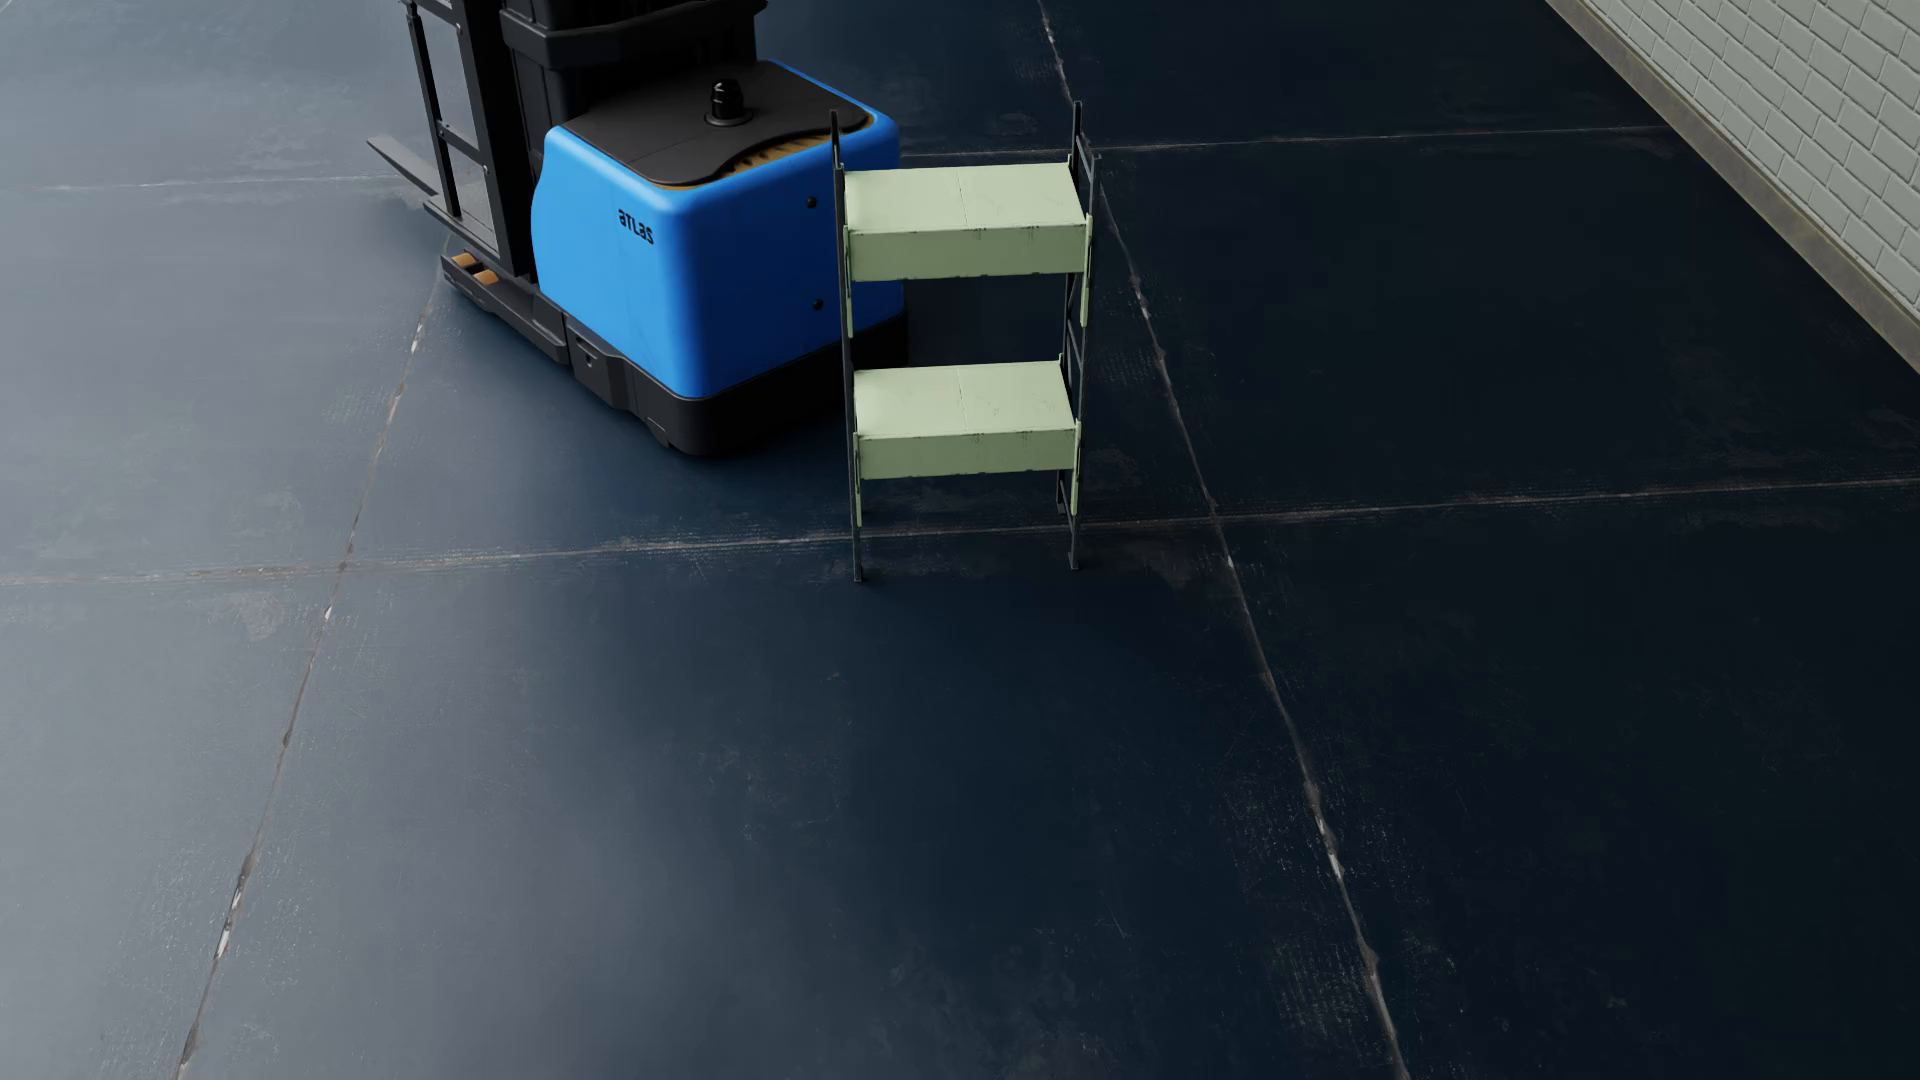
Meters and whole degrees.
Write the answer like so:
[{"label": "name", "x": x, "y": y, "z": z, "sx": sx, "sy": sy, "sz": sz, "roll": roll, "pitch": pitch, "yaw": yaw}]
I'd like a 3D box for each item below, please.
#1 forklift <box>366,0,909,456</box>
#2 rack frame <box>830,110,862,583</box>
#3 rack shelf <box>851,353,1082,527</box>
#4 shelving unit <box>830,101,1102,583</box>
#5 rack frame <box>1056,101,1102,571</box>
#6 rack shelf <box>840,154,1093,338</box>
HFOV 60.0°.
[{"label": "forklift", "x": -1.543, "y": -2.294, "z": 6.291, "sx": 1.130, "sy": 2.935, "sz": 3.031, "roll": -28, "pitch": 46, "yaw": -31}, {"label": "rack frame", "x": -0.358, "y": -0.569, "z": 5.260, "sx": 0.023, "sy": 1.500, "sz": 0.400, "roll": -3, "pitch": 38, "yaw": -4}, {"label": "rack shelf", "x": 0.007, "y": -0.333, "z": 5.488, "sx": 0.720, "sy": 0.370, "sz": 0.431, "roll": -3, "pitch": 38, "yaw": -4}, {"label": "shelving unit", "x": 0.007, "y": -0.589, "z": 5.286, "sx": 0.755, "sy": 1.500, "sz": 0.431, "roll": -3, "pitch": 38, "yaw": -4}, {"label": "rack frame", "x": 0.371, "y": -0.609, "z": 5.311, "sx": 0.023, "sy": 1.500, "sz": 0.400, "roll": -3, "pitch": 38, "yaw": -4}, {"label": "rack shelf", "x": 0.007, "y": -0.896, "z": 5.044, "sx": 0.720, "sy": 0.370, "sz": 0.431, "roll": -3, "pitch": 38, "yaw": -4}]
